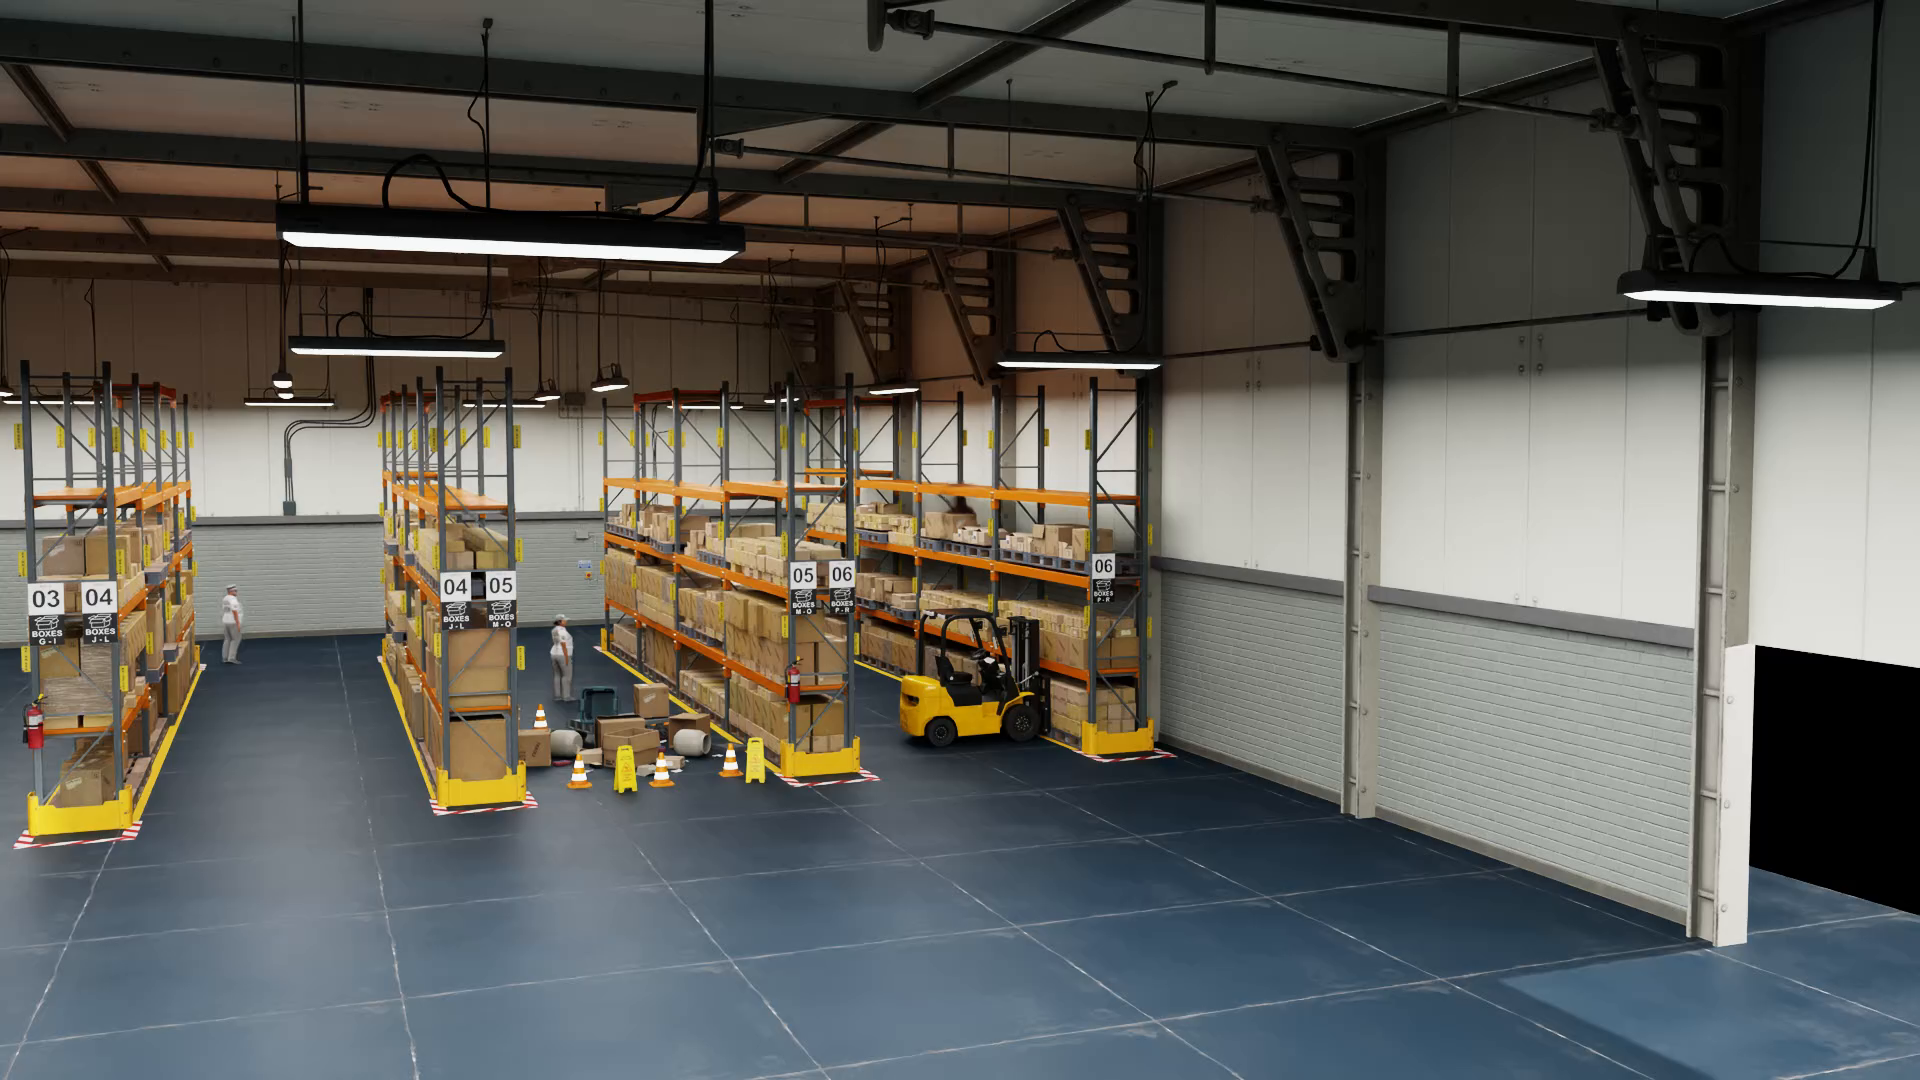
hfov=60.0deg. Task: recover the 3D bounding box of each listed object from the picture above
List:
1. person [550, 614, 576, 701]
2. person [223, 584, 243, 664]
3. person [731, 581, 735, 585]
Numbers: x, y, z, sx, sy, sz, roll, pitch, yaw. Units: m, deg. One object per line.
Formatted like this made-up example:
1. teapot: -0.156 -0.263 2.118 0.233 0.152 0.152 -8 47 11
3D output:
1. person: -7.608 2.248 31.850 0.527 1.662 0.423 3 5 44
2. person: -16.321 1.889 37.306 0.634 1.806 0.410 3 4 40
3. person: -6.224 1.503 44.067 0.643 1.729 0.925 3 4 37
